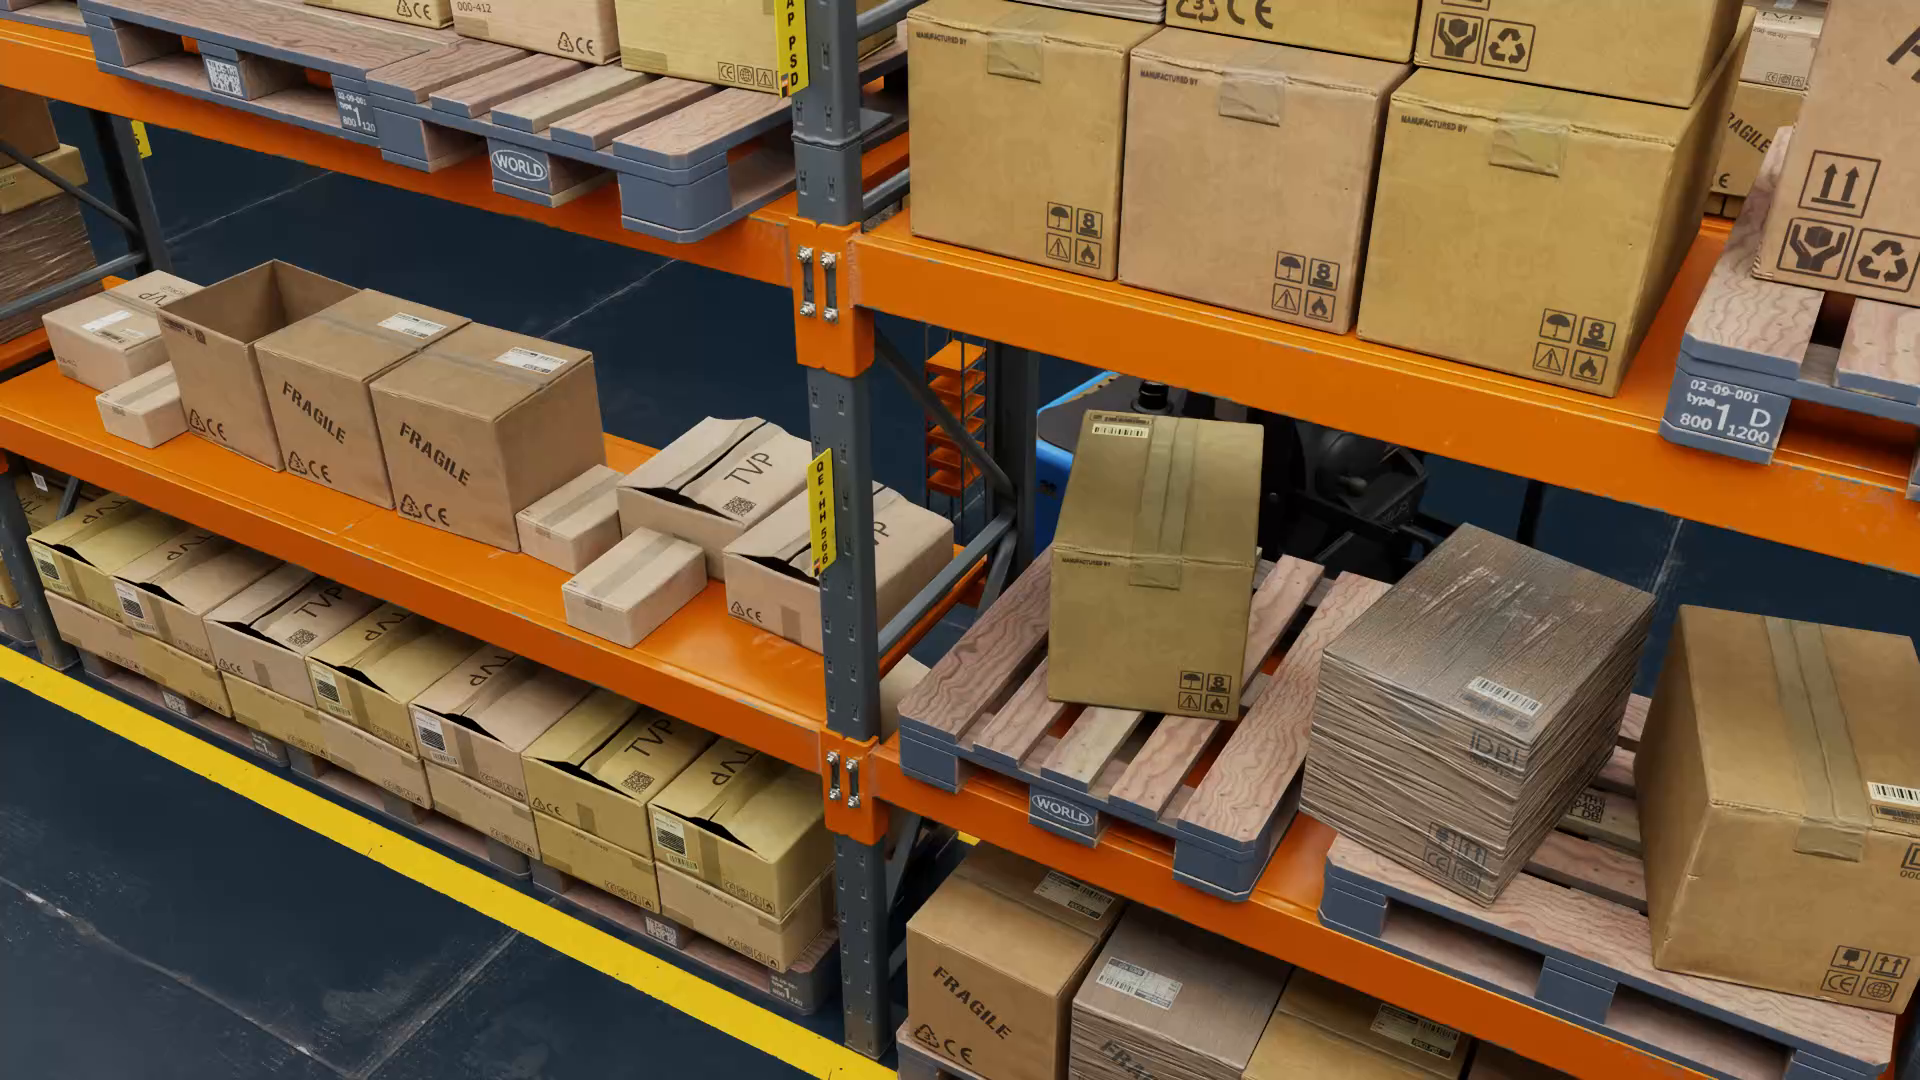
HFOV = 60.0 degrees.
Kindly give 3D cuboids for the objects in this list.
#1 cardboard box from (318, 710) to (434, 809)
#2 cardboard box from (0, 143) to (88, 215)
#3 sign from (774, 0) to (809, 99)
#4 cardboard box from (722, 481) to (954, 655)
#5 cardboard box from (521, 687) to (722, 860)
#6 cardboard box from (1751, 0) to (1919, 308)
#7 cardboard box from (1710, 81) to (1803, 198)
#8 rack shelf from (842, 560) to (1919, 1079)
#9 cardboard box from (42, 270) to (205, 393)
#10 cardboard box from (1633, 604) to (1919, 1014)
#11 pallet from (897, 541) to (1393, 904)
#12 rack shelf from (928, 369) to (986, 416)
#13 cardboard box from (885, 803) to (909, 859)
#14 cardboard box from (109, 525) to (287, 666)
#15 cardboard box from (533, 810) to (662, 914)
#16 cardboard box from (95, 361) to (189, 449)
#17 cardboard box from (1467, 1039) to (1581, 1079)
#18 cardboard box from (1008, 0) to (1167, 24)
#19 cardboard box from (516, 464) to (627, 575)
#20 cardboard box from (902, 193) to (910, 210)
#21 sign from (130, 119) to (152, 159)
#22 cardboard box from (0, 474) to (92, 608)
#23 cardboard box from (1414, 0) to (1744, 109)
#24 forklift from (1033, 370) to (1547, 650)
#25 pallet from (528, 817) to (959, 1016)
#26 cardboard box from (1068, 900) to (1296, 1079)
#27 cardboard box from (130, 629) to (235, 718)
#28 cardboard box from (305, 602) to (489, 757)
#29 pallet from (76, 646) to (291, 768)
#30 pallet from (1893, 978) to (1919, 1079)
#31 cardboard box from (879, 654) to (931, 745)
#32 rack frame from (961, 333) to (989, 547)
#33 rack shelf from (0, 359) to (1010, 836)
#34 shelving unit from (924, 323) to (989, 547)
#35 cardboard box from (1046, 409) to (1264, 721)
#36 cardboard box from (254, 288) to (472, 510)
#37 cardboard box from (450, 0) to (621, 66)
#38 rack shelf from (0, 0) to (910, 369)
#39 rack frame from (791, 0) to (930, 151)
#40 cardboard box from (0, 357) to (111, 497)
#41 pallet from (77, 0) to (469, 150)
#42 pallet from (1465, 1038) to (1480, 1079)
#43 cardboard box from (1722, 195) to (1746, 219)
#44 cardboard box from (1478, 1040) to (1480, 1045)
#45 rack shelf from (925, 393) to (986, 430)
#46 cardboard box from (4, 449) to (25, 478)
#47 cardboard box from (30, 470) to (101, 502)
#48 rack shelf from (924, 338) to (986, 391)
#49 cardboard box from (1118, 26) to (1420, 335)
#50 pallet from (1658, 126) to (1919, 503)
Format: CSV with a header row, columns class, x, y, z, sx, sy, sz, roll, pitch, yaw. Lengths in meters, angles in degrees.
class,x,y,z,sx,sy,sz,roll,pitch,yaw
cardboard box,-1.978,0.672,6.137,0.500,0.250,0.500,18,38,25
cardboard box,-3.677,-1.429,6.515,0.250,0.149,0.380,18,37,24
sign,-0.350,-1.083,3.425,0.005,0.325,0.100,18,37,24
cardboard box,-0.361,0.065,5.026,0.500,0.311,0.500,20,39,27
cardboard box,-1.099,0.720,5.558,0.500,0.311,0.500,17,37,24
cardboard box,1.845,-0.797,2.974,0.600,0.600,0.600,16,37,23
cardboard box,3.562,-1.867,7.471,0.500,0.500,0.500,17,37,24
rack shelf,1.669,0.999,4.193,4.000,0.370,1.077,18,37,24
cardboard box,-3.091,-0.774,6.341,0.500,0.250,0.500,20,39,27
cardboard box,1.841,0.577,3.708,0.500,0.500,0.700,8,35,12
pallet,0.556,0.382,4.643,1.003,0.211,1.213,18,37,24
rack shelf,-0.013,-0.666,7.315,0.180,0.103,0.258,18,37,24
cardboard box,-0.376,0.834,5.894,0.500,0.250,0.500,17,37,24
cardboard box,-2.873,0.159,6.401,0.500,0.311,0.500,17,37,24
cardboard box,-1.094,0.952,5.717,0.500,0.250,0.500,17,37,24
cardboard box,-2.872,-0.504,6.027,0.250,0.149,0.380,18,37,24
cardboard box,1.532,1.692,4.361,0.500,0.500,0.500,16,37,23
cardboard box,0.308,-1.434,3.499,0.500,0.500,0.500,18,37,24
cardboard box,-1.203,-0.070,5.375,0.250,0.149,0.380,21,39,28
cardboard box,0.035,-2.166,10.155,0.500,0.500,0.700,17,37,23
sign,-3.279,-1.664,6.569,0.005,0.325,0.100,18,37,24
cardboard box,-4.051,-0.003,7.151,0.500,0.250,0.500,18,37,24
cardboard box,1.194,-1.153,3.077,0.500,0.500,0.500,18,37,24
forklift,1.593,-0.415,5.729,3.031,2.935,1.130,26,42,34
pallet,-0.763,1.065,5.961,1.213,0.211,1.003,18,37,24
cardboard box,0.643,1.411,4.784,0.500,0.500,0.500,16,37,23
cardboard box,-2.870,0.390,6.559,0.500,0.250,0.500,19,38,26
cardboard box,-1.970,0.441,5.977,0.500,0.311,0.500,19,38,26
pallet,-2.881,0.394,6.968,1.213,0.211,1.003,18,37,24
pallet,2.766,1.057,3.630,1.213,0.211,1.003,18,37,24
cardboard box,-0.376,0.600,5.738,0.500,0.311,0.500,19,38,26
rack frame,0.067,-0.478,7.386,0.006,1.200,0.240,18,37,24
rack shelf,-1.804,-0.101,5.845,4.000,0.370,1.077,18,37,24
shelving unit,-0.013,-0.503,7.423,0.189,1.200,0.258,18,37,24
cardboard box,0.535,0.052,4.497,0.500,0.500,0.700,6,34,9
cardboard box,-1.989,-0.491,5.690,0.500,0.500,0.500,18,38,24
cardboard box,-0.953,-1.445,4.263,0.500,0.250,0.500,19,38,26
rack shelf,-1.804,-1.350,5.013,4.000,0.370,1.077,18,37,24
rack frame,-0.067,-2.348,3.157,0.127,3.000,1.000,18,37,24
cardboard box,-3.788,-0.571,7.327,0.500,0.500,0.500,18,37,24
pallet,-1.673,-1.470,4.716,1.213,0.211,1.003,19,38,27
pallet,1.617,1.870,4.752,1.213,0.211,1.003,18,37,24
cardboard box,3.689,-1.597,7.650,0.250,0.149,0.380,18,38,25
cardboard box,1.769,1.435,4.748,0.500,0.500,0.500,16,37,23
rack shelf,-0.013,-0.566,7.382,0.180,0.103,0.258,18,37,24
cardboard box,-4.480,-0.459,7.158,0.500,0.500,0.500,18,37,24
cardboard box,-3.792,-0.255,7.528,0.500,0.250,0.500,18,37,24
rack shelf,-0.013,-0.766,7.249,0.180,0.103,0.258,18,37,24
cardboard box,0.771,-0.897,3.594,0.500,0.500,0.910,18,37,24
pallet,1.972,-0.418,3.134,1.003,0.211,1.213,18,37,24
